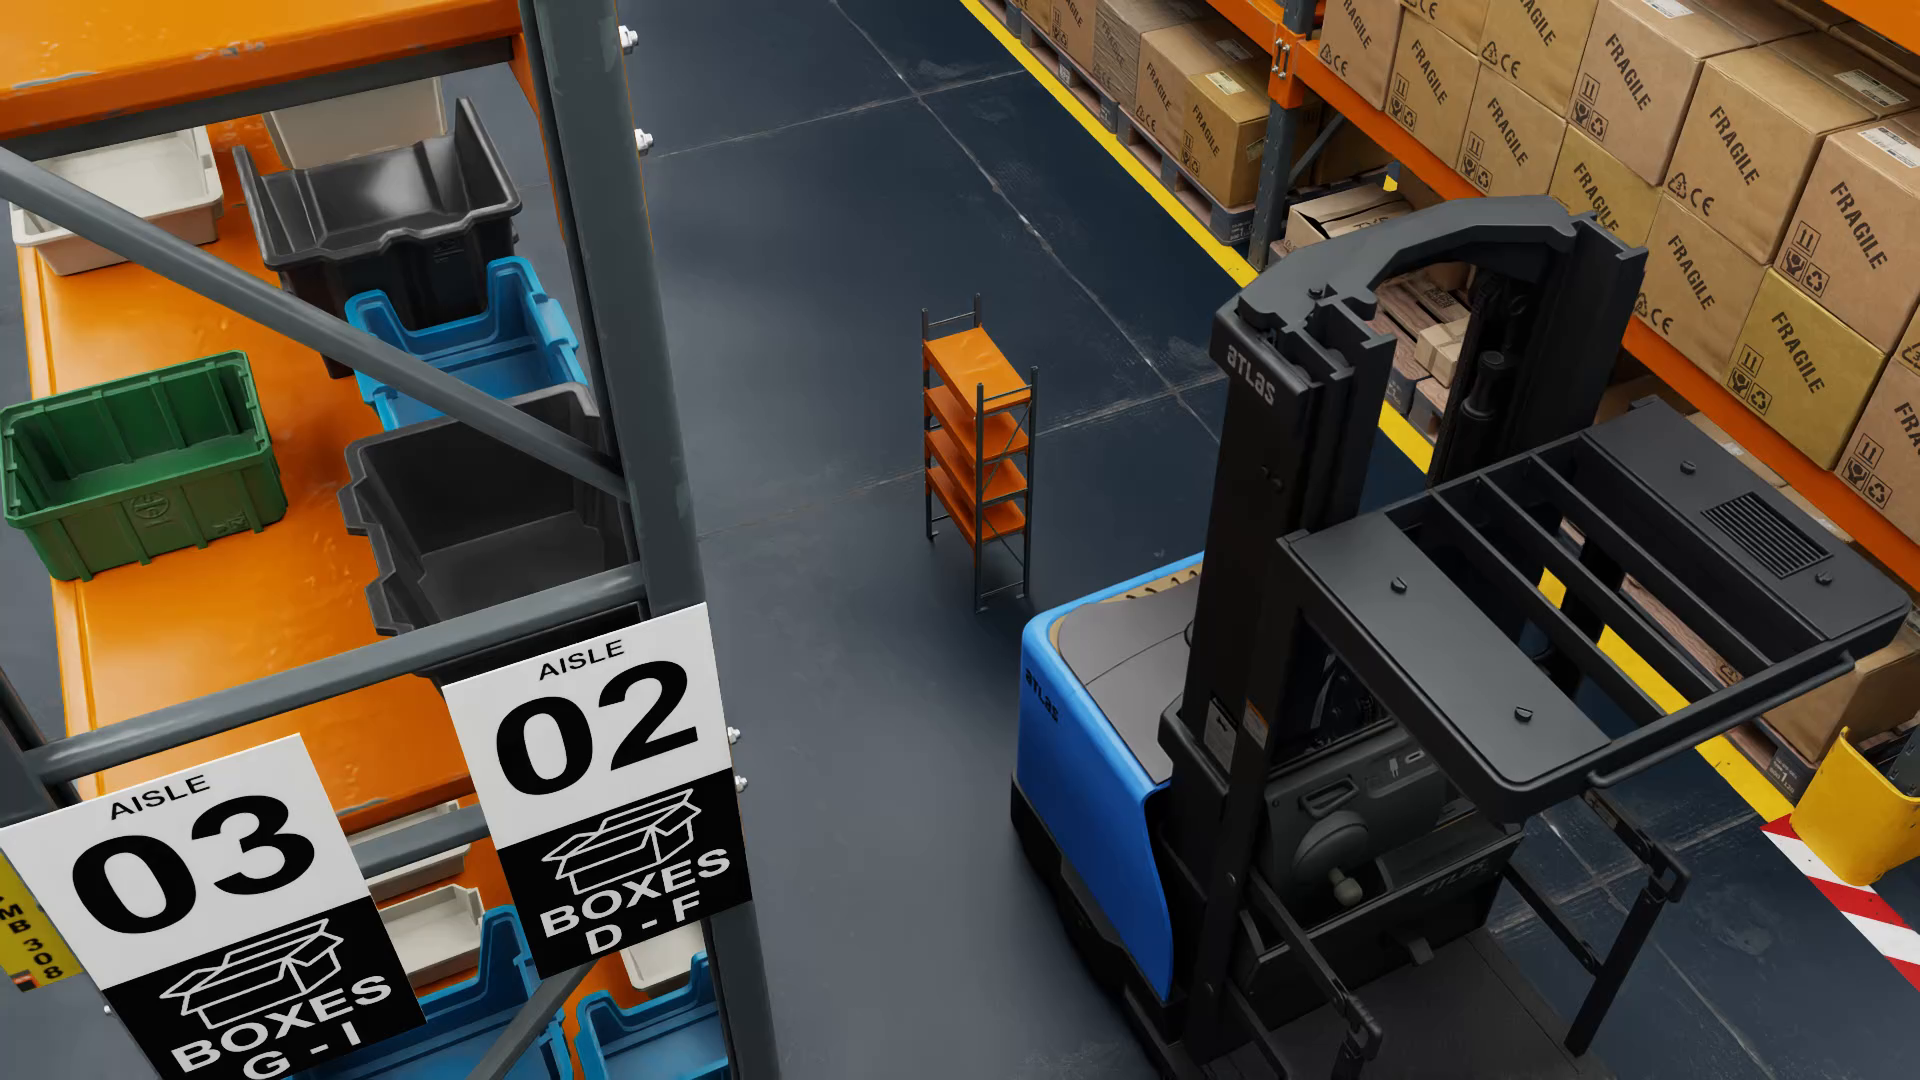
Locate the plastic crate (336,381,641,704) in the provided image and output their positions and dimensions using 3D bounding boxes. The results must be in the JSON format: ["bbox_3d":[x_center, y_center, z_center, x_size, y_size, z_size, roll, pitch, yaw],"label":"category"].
[{"bbox_3d":[-0.766,0.050,2.890,0.497,0.269,0.590,-18,47,-17],"label":"plastic crate"}]

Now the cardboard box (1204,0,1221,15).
[{"bbox_3d":[1.537,-2.915,9.403,0.500,0.500,0.500,-17,47,-17],"label":"cardboard box"}]

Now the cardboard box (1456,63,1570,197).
[{"bbox_3d":[2.351,-1.596,6.529,0.500,0.500,0.500,-18,47,-18],"label":"cardboard box"}]

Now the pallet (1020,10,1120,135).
[{"bbox_3d":[1.064,-2.903,9.911,1.003,0.211,1.213,-18,47,-17],"label":"pallet"}]

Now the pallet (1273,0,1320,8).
[{"bbox_3d":[1.720,-3.083,8.245,1.003,0.211,1.213,-18,47,-17],"label":"pallet"}]

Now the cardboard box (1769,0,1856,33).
[{"bbox_3d":[3.045,-1.788,6.012,0.500,0.500,0.500,-18,48,-18],"label":"cardboard box"}]

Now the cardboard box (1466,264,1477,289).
[{"bbox_3d":[2.666,-1.251,7.968,0.380,0.149,0.250,-18,47,-17],"label":"cardboard box"}]

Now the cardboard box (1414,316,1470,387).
[{"bbox_3d":[2.310,-0.879,7.578,0.380,0.166,0.250,-18,47,-17],"label":"cardboard box"}]

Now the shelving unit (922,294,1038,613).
[{"bbox_3d":[0.070,-0.322,6.591,0.258,1.200,0.503,-18,47,-17],"label":"shelving unit"}]

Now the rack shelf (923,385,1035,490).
[{"bbox_3d":[0.070,-0.433,6.481,0.258,0.148,0.480,-18,47,-17],"label":"rack shelf"}]

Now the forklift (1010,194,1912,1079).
[{"bbox_3d":[1.300,0.748,4.274,1.130,2.935,3.031,-20,48,-19],"label":"forklift"}]

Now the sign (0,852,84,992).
[{"bbox_3d":[-1.349,0.542,2.373,0.100,0.325,0.005,-18,47,-17],"label":"sign"}]

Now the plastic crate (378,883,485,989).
[{"bbox_3d":[-1.364,1.006,4.109,0.396,0.136,0.243,-18,47,-17],"label":"plastic crate"}]

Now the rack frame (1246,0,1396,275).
[{"bbox_3d":[1.957,-2.610,7.629,1.000,3.000,0.127,-18,47,-17],"label":"rack frame"}]

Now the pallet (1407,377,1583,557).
[{"bbox_3d":[2.762,-0.401,7.375,1.003,0.211,1.213,-18,47,-17],"label":"pallet"}]

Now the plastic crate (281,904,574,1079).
[{"bbox_3d":[-1.167,1.207,3.692,0.616,0.435,0.499,-18,47,-17],"label":"plastic crate"}]

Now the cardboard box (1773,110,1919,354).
[{"bbox_3d":[2.989,-0.977,5.190,0.500,0.500,0.500,-17,47,-16],"label":"cardboard box"}]

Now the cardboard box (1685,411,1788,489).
[{"bbox_3d":[3.247,-0.307,6.938,0.500,0.250,0.500,-18,47,-17],"label":"cardboard box"}]

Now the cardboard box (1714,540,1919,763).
[{"bbox_3d":[3.187,0.398,6.046,0.500,0.500,0.500,-18,47,-17],"label":"cardboard box"}]

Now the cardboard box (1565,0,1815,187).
[{"bbox_3d":[2.551,-1.633,5.855,0.500,0.500,0.500,-17,47,-16],"label":"cardboard box"}]

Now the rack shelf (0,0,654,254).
[{"bbox_3d":[-1.698,-1.612,3.143,1.077,0.370,4.000,-18,47,-17],"label":"rack shelf"}]

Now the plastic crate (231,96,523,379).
[{"bbox_3d":[-1.250,-0.701,3.602,0.504,0.338,0.767,-18,47,-17],"label":"plastic crate"}]

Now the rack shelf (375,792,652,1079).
[{"bbox_3d":[-1.698,0.381,5.109,1.077,0.370,4.000,-18,47,-17],"label":"rack shelf"}]

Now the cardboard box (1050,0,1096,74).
[{"bbox_3d":[0.863,-3.067,9.558,0.500,0.500,0.500,-20,48,-19],"label":"cardboard box"}]

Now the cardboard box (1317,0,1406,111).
[{"bbox_3d":[1.924,-2.241,7.183,0.500,0.500,0.500,-17,47,-16],"label":"cardboard box"}]

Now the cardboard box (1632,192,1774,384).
[{"bbox_3d":[2.778,-0.951,5.876,0.500,0.500,0.500,-18,47,-17],"label":"cardboard box"}]

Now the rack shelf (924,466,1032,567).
[{"bbox_3d":[0.070,-0.132,6.777,0.258,0.148,0.480,-18,47,-17],"label":"rack shelf"}]

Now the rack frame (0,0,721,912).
[{"bbox_3d":[-0.857,-0.736,1.458,1.000,3.000,0.127,-18,47,-17],"label":"rack frame"}]

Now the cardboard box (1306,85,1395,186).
[{"bbox_3d":[1.975,-2.257,8.737,0.500,0.500,0.500,-20,48,-19],"label":"cardboard box"}]

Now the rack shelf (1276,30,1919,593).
[{"bbox_3d":[2.798,-1.080,6.590,1.077,0.370,4.000,-18,47,-17],"label":"rack shelf"}]

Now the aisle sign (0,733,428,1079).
[{"bbox_3d":[-1.092,0.606,2.518,0.394,0.787,0.004,-18,47,-17],"label":"aisle sign"}]

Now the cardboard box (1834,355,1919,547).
[{"bbox_3d":[3.204,-0.302,5.218,0.500,0.500,0.500,-17,47,-16],"label":"cardboard box"}]

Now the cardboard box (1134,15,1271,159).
[{"bbox_3d":[1.289,-2.424,8.907,0.500,0.500,0.500,-18,47,-17],"label":"cardboard box"}]

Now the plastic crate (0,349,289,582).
[{"bbox_3d":[-1.531,-0.137,3.137,0.450,0.188,0.336,-18,47,-17],"label":"plastic crate"}]

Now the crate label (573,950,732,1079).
[{"bbox_3d":[-0.662,1.183,3.861,0.416,0.233,0.303,-18,47,-17],"label":"crate label"}]

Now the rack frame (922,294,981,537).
[{"bbox_3d":[-0.033,-0.477,6.748,0.240,1.200,0.015,-18,47,-17],"label":"rack frame"}]

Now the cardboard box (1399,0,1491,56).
[{"bbox_3d":[2.117,-2.290,6.521,0.500,0.500,0.500,-19,48,-19],"label":"cardboard box"}]
